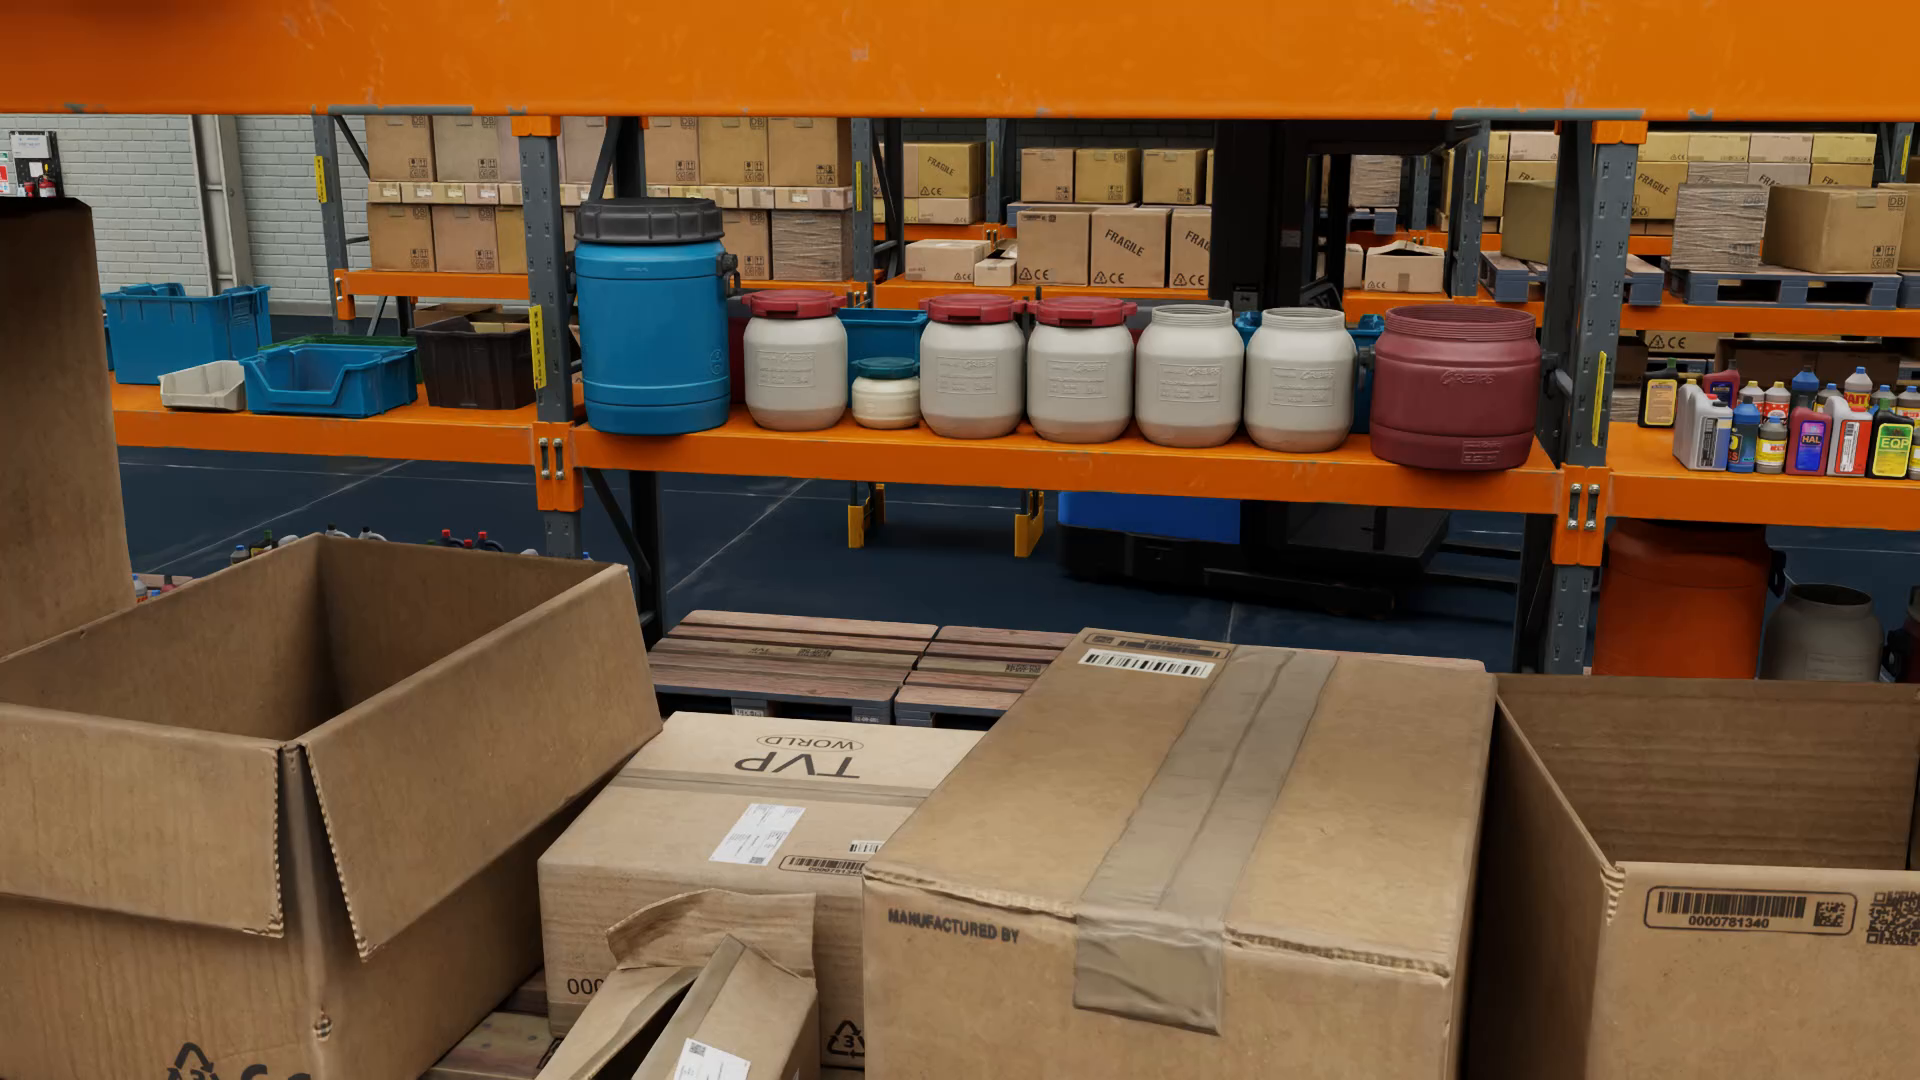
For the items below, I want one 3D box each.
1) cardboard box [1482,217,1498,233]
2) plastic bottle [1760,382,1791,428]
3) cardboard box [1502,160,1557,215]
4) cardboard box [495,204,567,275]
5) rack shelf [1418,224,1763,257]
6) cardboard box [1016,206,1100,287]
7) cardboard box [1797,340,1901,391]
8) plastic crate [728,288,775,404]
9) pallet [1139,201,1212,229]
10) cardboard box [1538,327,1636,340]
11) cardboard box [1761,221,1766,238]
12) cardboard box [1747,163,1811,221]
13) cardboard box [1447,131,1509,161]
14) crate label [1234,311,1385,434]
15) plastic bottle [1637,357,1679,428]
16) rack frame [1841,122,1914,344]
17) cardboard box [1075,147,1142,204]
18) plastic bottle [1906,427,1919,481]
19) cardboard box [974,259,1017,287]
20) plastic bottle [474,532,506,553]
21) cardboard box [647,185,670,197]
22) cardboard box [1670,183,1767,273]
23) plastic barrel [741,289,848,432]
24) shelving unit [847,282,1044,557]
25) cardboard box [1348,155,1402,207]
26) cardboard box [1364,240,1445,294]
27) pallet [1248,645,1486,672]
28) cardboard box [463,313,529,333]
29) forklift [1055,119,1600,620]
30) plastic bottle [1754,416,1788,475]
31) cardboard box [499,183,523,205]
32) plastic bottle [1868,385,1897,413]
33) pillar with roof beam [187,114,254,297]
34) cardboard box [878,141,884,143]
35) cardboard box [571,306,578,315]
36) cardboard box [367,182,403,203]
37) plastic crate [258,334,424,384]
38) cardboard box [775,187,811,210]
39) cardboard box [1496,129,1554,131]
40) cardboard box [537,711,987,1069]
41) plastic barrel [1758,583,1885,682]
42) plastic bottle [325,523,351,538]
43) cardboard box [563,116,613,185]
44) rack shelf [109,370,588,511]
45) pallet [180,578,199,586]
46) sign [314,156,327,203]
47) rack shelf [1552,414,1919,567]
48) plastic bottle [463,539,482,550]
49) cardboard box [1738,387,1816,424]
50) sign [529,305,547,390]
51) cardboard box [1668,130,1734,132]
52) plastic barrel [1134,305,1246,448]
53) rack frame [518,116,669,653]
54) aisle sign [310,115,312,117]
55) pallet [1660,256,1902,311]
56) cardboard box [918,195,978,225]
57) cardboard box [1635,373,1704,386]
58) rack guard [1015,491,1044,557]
[{"bbox_3d":[4.853,-2.952,15.463,0.250,0.149,0.380,3,16,12],"label":"cardboard box"},{"bbox_3d":[3.270,-0.532,6.664,0.097,0.201,0.097,0,15,0],"label":"plastic bottle"},{"bbox_3d":[5.268,-3.235,15.271,0.500,0.500,0.500,4,16,13],"label":"cardboard box"},{"bbox_3d":[-3.035,-2.252,12.316,0.500,0.500,0.700,3,16,11],"label":"cardboard box"},{"bbox_3d":[6.292,-2.704,15.483,4.000,0.370,1.077,3,16,11],"label":"rack shelf"},{"bbox_3d":[0.694,-2.049,11.583,0.500,0.500,0.500,4,16,15],"label":"cardboard box"},{"bbox_3d":[5.863,-1.160,11.014,0.500,0.250,0.500,3,16,11],"label":"cardboard box"},{"bbox_3d":[-1.027,-0.863,7.370,0.583,0.464,0.402,3,16,11],"label":"plastic crate"},{"bbox_3d":[2.384,-3.159,16.138,1.213,0.211,1.003,3,16,11],"label":"pallet"},{"bbox_3d":[5.883,-2.202,15.562,0.750,0.750,0.750,3,16,11],"label":"cardboard box"},{"bbox_3d":[7.096,-2.808,14.945,0.250,0.149,0.380,3,16,11],"label":"cardboard box"},{"bbox_3d":[7.247,-3.129,14.886,0.500,0.500,0.500,3,16,12],"label":"cardboard box"},{"bbox_3d":[4.754,-3.627,15.279,0.500,0.250,0.500,3,16,12],"label":"cardboard box"},{"bbox_3d":[1.438,-0.706,6.856,0.616,0.435,0.502,3,16,11],"label":"crate label"},{"bbox_3d":[2.839,-0.599,6.756,0.133,0.283,0.061,3,16,11],"label":"plastic bottle"},{"bbox_3d":[8.252,-2.944,15.003,0.127,3.000,1.000,3,16,11],"label":"rack frame"},{"bbox_3d":[1.450,-3.563,16.223,0.500,0.500,0.700,5,16,17],"label":"cardboard box"},{"bbox_3d":[3.410,-0.317,5.890,0.097,0.201,0.097,0,15,0],"label":"plastic bottle"},{"bbox_3d":[0.256,-1.852,11.530,0.250,0.149,0.380,3,16,11],"label":"cardboard box"},{"bbox_3d":[-2.270,0.135,8.025,0.185,0.351,0.144,4,16,13],"label":"plastic bottle"},{"bbox_3d":[-2.125,-2.461,11.855,0.250,0.149,0.380,4,16,13],"label":"cardboard box"},{"bbox_3d":[4.846,-2.009,10.652,0.500,0.500,0.700,6,17,22],"label":"cardboard box"},{"bbox_3d":[-0.668,-0.736,6.774,0.433,0.535,0.433,0,15,0],"label":"plastic barrel"},{"bbox_3d":[-0.075,-0.727,9.806,1.083,1.500,0.587,3,16,11],"label":"shelving unit"},{"bbox_3d":[3.869,-3.440,15.780,0.500,0.500,0.700,1,16,5],"label":"cardboard box"},{"bbox_3d":[3.001,-1.849,11.215,0.500,0.311,0.500,4,16,15],"label":"cardboard box"},{"bbox_3d":[1.606,0.727,6.972,1.213,0.211,1.003,3,16,11],"label":"pallet"},{"bbox_3d":[-3.520,-1.413,12.432,0.500,0.500,0.500,3,16,11],"label":"cardboard box"},{"bbox_3d":[2.092,-1.165,8.707,3.031,2.935,1.130,7,17,23],"label":"forklift"},{"bbox_3d":[2.921,-0.344,5.986,0.097,0.201,0.097,0,15,0],"label":"plastic bottle"},{"bbox_3d":[-3.138,-2.516,12.053,0.250,0.149,0.380,3,16,9],"label":"cardboard box"},{"bbox_3d":[3.652,-0.511,6.589,0.097,0.201,0.097,0,15,0],"label":"plastic bottle"},{"bbox_3d":[-9.387,-5.856,14.275,0.400,9.000,9.100,3,16,11],"label":"pillar with roof beam"},{"bbox_3d":[-1.000,-3.805,16.948,0.500,0.500,0.500,4,16,13],"label":"cardboard box"},{"bbox_3d":[-2.924,-1.525,12.839,0.500,0.500,0.500,3,16,11],"label":"cardboard box"},{"bbox_3d":[-4.150,-2.570,12.250,0.250,0.149,0.380,3,16,11],"label":"cardboard box"},{"bbox_3d":[-2.836,-0.822,7.738,0.662,0.188,0.450,3,16,11],"label":"plastic crate"},{"bbox_3d":[-1.122,-2.407,11.659,0.250,0.149,0.380,3,16,10],"label":"cardboard box"},{"bbox_3d":[5.335,-3.735,15.670,0.500,0.250,0.500,3,16,9],"label":"cardboard box"},{"bbox_3d":[-0.226,0.451,2.240,0.500,0.250,0.500,3,16,10],"label":"cardboard box"},{"bbox_3d":[3.412,0.459,6.589,0.421,0.512,0.421,0,15,0],"label":"plastic barrel"},{"bbox_3d":[-3.054,0.092,8.178,0.185,0.351,0.144,4,16,13],"label":"plastic bottle"},{"bbox_3d":[-2.483,-2.849,12.042,0.500,0.500,0.700,3,16,11],"label":"cardboard box"},{"bbox_3d":[-3.522,-0.538,7.663,4.000,0.370,1.077,3,16,11],"label":"rack shelf"},{"bbox_3d":[-3.411,0.455,7.956,1.213,0.211,1.003,3,16,11],"label":"pallet"},{"bbox_3d":[-4.608,-2.597,11.979,0.005,0.325,0.100,3,16,11],"label":"sign"},{"bbox_3d":[4.317,-0.112,6.127,4.000,0.370,1.077,3,16,11],"label":"rack shelf"},{"bbox_3d":[-2.299,0.172,7.889,0.185,0.351,0.144,3,16,11],"label":"plastic bottle"},{"bbox_3d":[5.255,-0.689,10.718,0.500,0.500,0.500,3,16,9],"label":"cardboard box"},{"bbox_3d":[-1.683,-0.768,6.629,0.005,0.325,0.100,3,16,11],"label":"sign"},{"bbox_3d":[6.846,-3.651,15.367,0.500,0.250,0.500,3,16,9],"label":"cardboard box"},{"bbox_3d":[0.894,-0.641,6.477,0.421,0.512,0.421,0,15,0],"label":"plastic barrel"},{"bbox_3d":[-1.562,-0.778,7.183,0.127,3.000,1.000,3,16,11],"label":"rack frame"},{"bbox_3d":[-4.617,-3.463,12.005,0.004,0.787,0.394,3,16,11],"label":"aisle sign"},{"bbox_3d":[5.255,-1.666,10.748,1.213,0.211,1.003,3,16,11],"label":"pallet"},{"bbox_3d":[-0.113,-3.253,16.361,0.500,0.250,0.500,3,16,11],"label":"cardboard box"},{"bbox_3d":[4.819,-0.853,11.309,0.500,0.500,0.500,3,16,9],"label":"cardboard box"},{"bbox_3d":[0.413,-0.098,9.878,0.087,0.250,0.587,3,16,11],"label":"rack guard"}]
